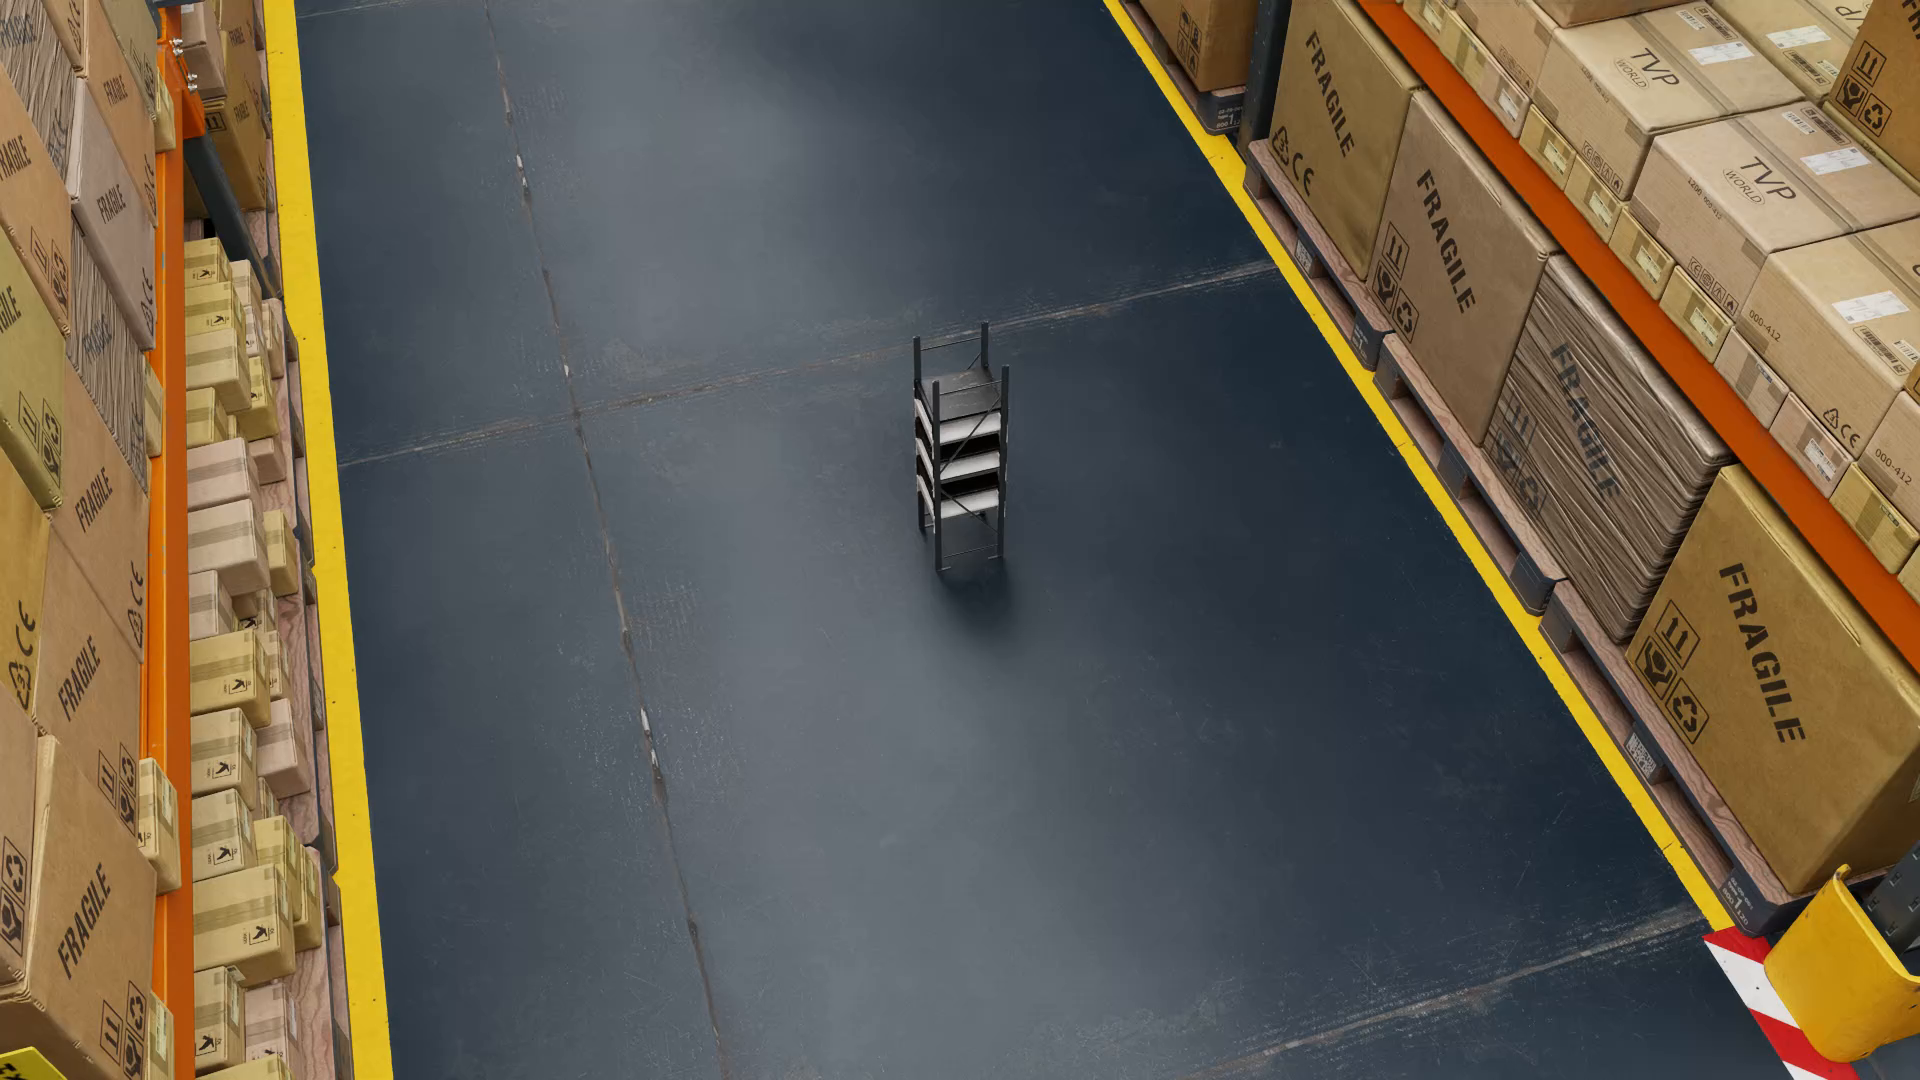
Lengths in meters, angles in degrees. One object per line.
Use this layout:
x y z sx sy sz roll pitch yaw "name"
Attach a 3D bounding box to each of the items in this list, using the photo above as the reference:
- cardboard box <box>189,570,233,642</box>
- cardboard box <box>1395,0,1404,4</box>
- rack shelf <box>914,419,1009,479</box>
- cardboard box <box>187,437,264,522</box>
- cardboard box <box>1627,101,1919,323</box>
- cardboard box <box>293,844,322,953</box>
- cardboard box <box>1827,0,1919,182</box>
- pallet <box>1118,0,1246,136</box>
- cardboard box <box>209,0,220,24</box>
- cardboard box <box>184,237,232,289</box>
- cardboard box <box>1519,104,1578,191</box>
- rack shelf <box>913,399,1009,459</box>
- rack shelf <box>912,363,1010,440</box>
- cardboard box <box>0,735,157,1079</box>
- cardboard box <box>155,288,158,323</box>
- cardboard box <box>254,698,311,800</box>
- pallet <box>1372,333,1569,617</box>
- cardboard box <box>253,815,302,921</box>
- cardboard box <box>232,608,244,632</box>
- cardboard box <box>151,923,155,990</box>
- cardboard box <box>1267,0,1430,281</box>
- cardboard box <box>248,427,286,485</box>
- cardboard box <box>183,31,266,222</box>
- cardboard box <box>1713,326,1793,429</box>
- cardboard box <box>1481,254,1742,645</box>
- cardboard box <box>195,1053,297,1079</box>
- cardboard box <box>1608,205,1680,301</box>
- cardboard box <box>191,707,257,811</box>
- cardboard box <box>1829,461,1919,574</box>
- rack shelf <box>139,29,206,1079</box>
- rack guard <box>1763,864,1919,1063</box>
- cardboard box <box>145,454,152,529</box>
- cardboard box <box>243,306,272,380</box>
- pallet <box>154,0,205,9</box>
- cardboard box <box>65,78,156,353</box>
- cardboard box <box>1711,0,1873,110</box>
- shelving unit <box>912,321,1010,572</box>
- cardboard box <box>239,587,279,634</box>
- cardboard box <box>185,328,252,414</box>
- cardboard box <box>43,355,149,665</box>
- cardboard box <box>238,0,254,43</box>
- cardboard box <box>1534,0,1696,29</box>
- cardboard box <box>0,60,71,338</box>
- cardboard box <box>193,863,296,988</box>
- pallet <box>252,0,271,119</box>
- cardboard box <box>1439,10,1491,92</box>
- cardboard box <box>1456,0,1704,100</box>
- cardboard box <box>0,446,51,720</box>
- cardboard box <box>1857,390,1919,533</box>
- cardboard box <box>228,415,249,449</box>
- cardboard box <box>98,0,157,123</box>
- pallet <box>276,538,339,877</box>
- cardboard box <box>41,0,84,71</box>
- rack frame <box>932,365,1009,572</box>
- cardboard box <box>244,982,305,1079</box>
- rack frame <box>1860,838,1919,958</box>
-2.305 0.262 4.768 0.380 0.149 0.250 -13 51 -11 "cardboard box"
1.610 -1.964 5.608 0.380 0.149 0.250 -12 51 -10 "cardboard box"
0.002 -0.321 5.358 0.258 0.077 0.200 -13 51 -11 "rack shelf"
-2.365 -0.138 5.105 0.380 0.149 0.250 -16 52 -13 "cardboard box"
2.170 -0.883 4.436 0.500 0.250 0.500 -15 51 -12 "cardboard box"
-1.956 1.013 4.524 0.380 0.149 0.250 -13 51 -11 "cardboard box"
2.676 -1.242 4.248 0.500 0.500 0.500 -15 51 -12 "cardboard box"
1.384 -2.368 7.608 1.003 0.211 1.213 -13 51 -11 "pallet"
-3.210 -2.232 6.540 0.500 0.250 0.500 -12 51 -10 "cardboard box"
-2.730 -0.880 5.731 0.380 0.149 0.250 -12 51 -10 "cardboard box"
1.917 -1.210 4.973 0.380 0.149 0.250 -15 51 -12 "cardboard box"
0.002 -0.379 5.289 0.258 0.077 0.200 -13 51 -11 "rack shelf"
0.002 -0.437 5.220 0.258 0.077 0.200 -13 51 -11 "rack shelf"
-1.770 0.730 2.913 0.500 0.500 0.500 -11 51 -9 "cardboard box"
-2.412 -0.679 4.524 0.380 0.149 0.250 -15 52 -13 "cardboard box"
-2.113 0.647 4.833 0.380 0.149 0.250 -16 52 -13 "cardboard box"
2.199 -0.356 5.912 1.003 0.211 1.213 -13 51 -11 "pallet"
-1.967 0.912 4.415 0.380 0.149 0.250 -12 51 -10 "cardboard box"
-2.326 0.351 4.887 0.380 0.149 0.250 -11 51 -9 "cardboard box"
-1.798 0.842 3.242 0.380 0.149 0.250 -12 51 -10 "cardboard box"
1.803 -1.671 6.312 0.875 0.875 0.875 -13 51 -11 "cardboard box"
-2.505 -0.293 5.625 0.380 0.149 0.250 -15 51 -12 "cardboard box"
-3.049 -1.602 6.499 0.500 0.500 0.500 -12 51 -10 "cardboard box"
2.223 -0.460 4.340 0.380 0.149 0.250 -13 51 -10 "cardboard box"
2.333 -0.364 5.210 0.875 0.875 0.875 -13 51 -11 "cardboard box"
-1.731 1.381 3.825 0.380 0.149 0.250 -15 52 -13 "cardboard box"
2.067 -0.839 4.659 0.380 0.149 0.250 -13 51 -11 "cardboard box"
-2.105 0.627 4.461 0.380 0.149 0.250 -12 51 -10 "cardboard box"
2.369 -0.093 4.031 0.380 0.149 0.250 -13 51 -11 "cardboard box"
-2.492 0.020 4.242 1.077 0.370 4.000 -13 51 -11 "rack shelf"
2.874 1.024 4.560 1.175 0.500 0.348 -13 51 -11 "rack guard"
-2.193 -0.109 4.044 0.380 0.149 0.250 -12 51 -10 "cardboard box"
-2.595 -0.632 5.717 0.380 0.149 0.250 -16 52 -13 "cardboard box"
-3.171 -2.202 5.770 1.003 0.211 1.213 -13 51 -11 "pallet"
-2.372 -0.769 4.176 0.500 0.500 0.500 -14 51 -11 "cardboard box"
2.519 -1.384 4.858 0.500 0.250 0.500 -14 51 -12 "cardboard box"
0.002 -0.284 5.401 0.258 0.900 0.210 -13 51 -11 "shelving unit"
-2.323 0.282 5.141 0.380 0.149 0.250 -12 51 -10 "cardboard box"
-2.536 -0.522 5.429 0.380 0.149 0.250 -14 51 -11 "cardboard box"
-2.085 -0.016 3.541 0.500 0.500 0.500 -13 51 -10 "cardboard box"
-3.375 -2.368 7.145 0.500 0.500 0.500 -13 51 -10 "cardboard box"
1.878 -1.862 4.771 0.500 0.500 0.500 -15 51 -12 "cardboard box"
-2.222 -0.713 3.475 0.500 0.500 0.500 -15 51 -12 "cardboard box"
-1.880 0.994 4.151 0.380 0.149 0.250 -13 51 -11 "cardboard box"
-3.680 -2.235 7.496 1.003 0.211 1.213 -13 51 -11 "pallet"
1.766 -1.586 5.289 0.380 0.149 0.250 -14 51 -11 "cardboard box"
1.874 -1.624 5.061 0.500 0.250 0.500 -12 51 -10 "cardboard box"
-1.935 0.043 2.838 0.500 0.500 0.500 -12 51 -10 "cardboard box"
2.470 -0.141 3.810 0.500 0.250 0.500 -14 51 -12 "cardboard box"
-2.518 -0.235 5.382 0.380 0.149 0.250 -13 51 -11 "cardboard box"
-2.671 -1.512 4.802 0.500 0.500 0.500 -13 51 -11 "cardboard box"
-2.487 0.601 5.105 1.003 0.211 1.213 -13 51 -11 "pallet"
-2.528 -1.465 4.109 0.500 0.500 0.500 -15 51 -12 "cardboard box"
0.032 -0.210 5.338 0.240 0.900 0.006 -13 51 -11 "rack frame"
-1.837 1.283 4.102 0.380 0.149 0.250 -14 51 -11 "cardboard box"
2.867 0.201 3.619 1.000 3.000 0.127 -13 51 -11 "rack frame"
